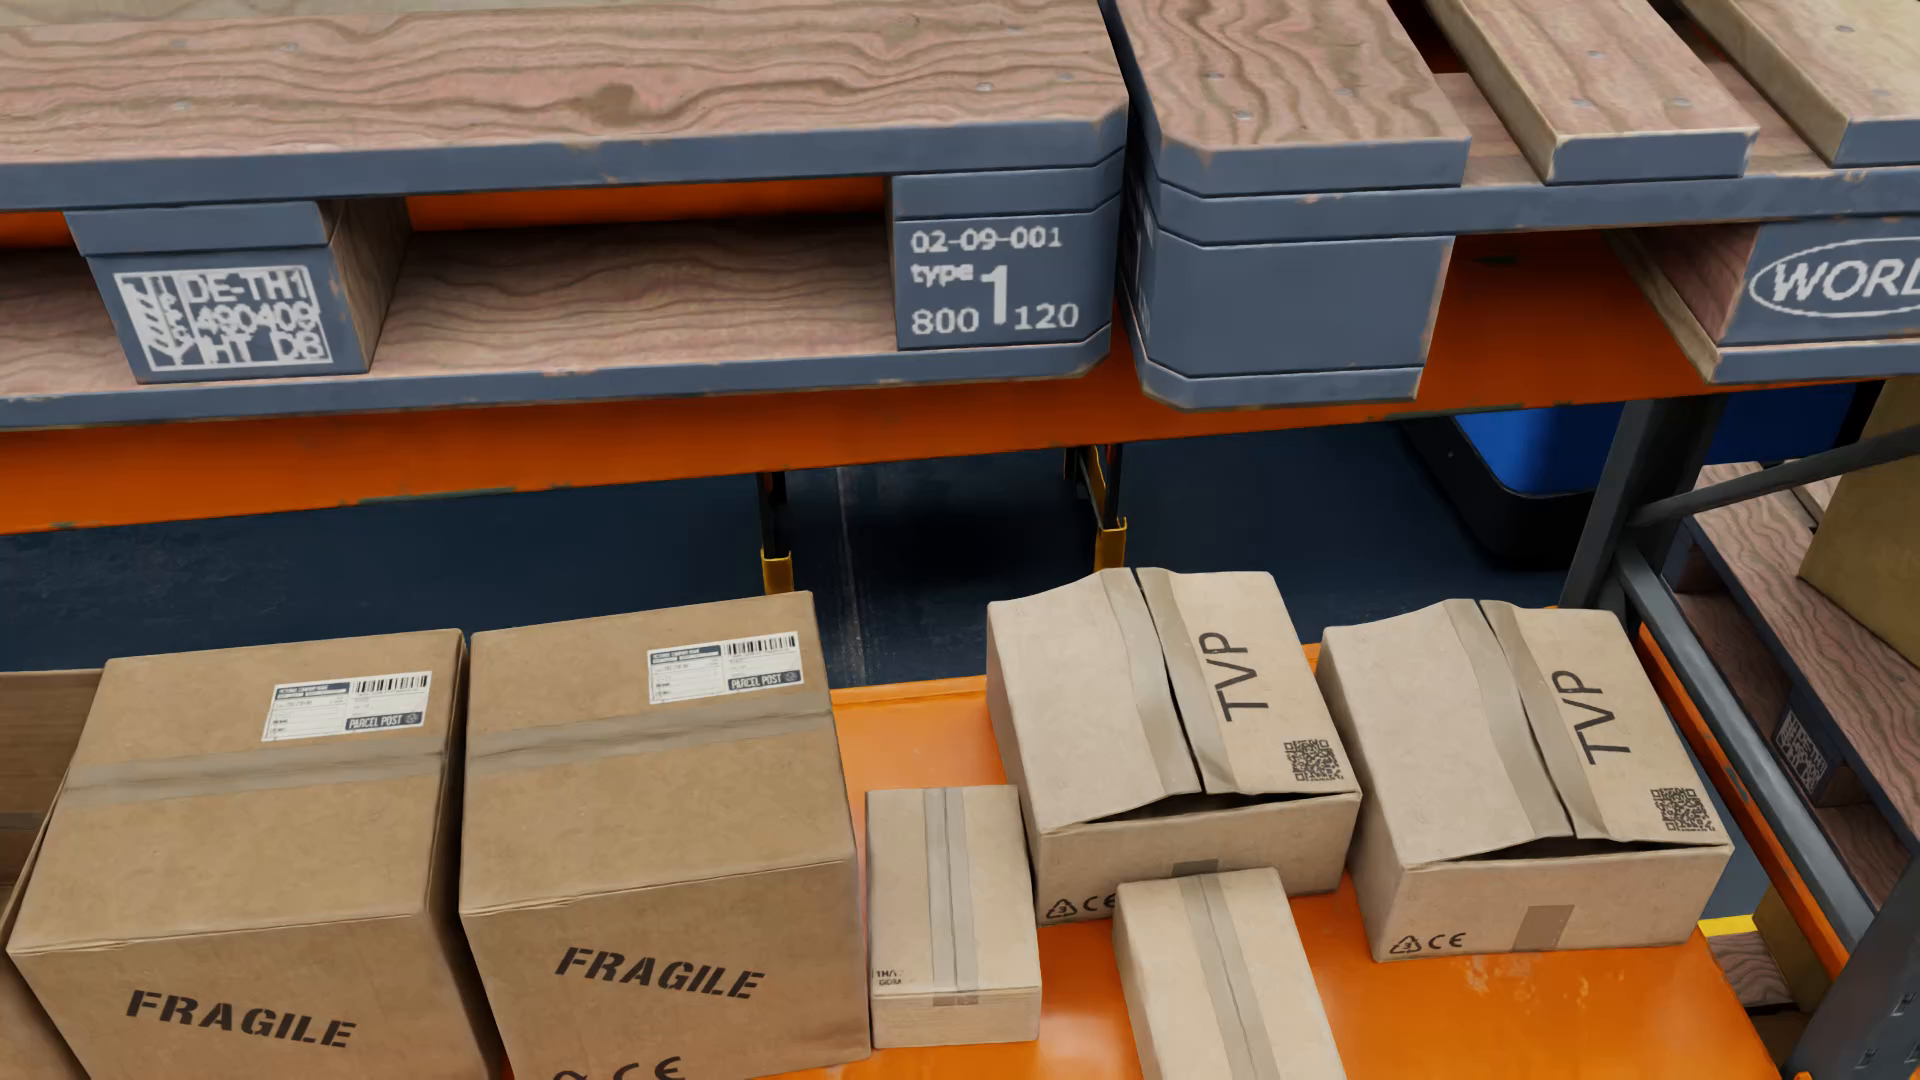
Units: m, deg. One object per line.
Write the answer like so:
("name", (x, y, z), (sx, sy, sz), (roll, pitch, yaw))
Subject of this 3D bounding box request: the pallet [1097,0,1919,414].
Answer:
("pallet", (0.579, -0.595, 1.571), (1.003, 0.211, 1.213), (-3, 42, -4))

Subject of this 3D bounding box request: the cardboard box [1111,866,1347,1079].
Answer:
("cardboard box", (0.384, 0.686, 2.438), (0.250, 0.149, 0.380), (-5, 42, -6))

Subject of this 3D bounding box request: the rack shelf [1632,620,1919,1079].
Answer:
("rack shelf", (3.223, 0.424, 3.077), (4.000, 0.370, 1.077), (-5, 42, -6))

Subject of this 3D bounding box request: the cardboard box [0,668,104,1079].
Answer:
("cardboard box", (-1.440, 0.539, 2.338), (0.500, 0.500, 0.500), (-2, 42, -2))

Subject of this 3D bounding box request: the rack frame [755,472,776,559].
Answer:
("rack frame", (-0.589, -0.505, 4.691), (0.032, 1.500, 0.500), (-5, 42, -6))

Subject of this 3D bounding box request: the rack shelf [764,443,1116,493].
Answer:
("rack shelf", (-0.085, -0.416, 4.860), (1.000, 0.185, 0.538), (-5, 42, -6))

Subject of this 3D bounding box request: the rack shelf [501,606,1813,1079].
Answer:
("rack shelf", (-0.743, 0.771, 2.692), (4.000, 0.370, 1.077), (-5, 42, -6))

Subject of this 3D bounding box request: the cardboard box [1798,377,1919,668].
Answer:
("cardboard box", (1.850, 0.008, 2.613), (0.500, 0.500, 0.700), (-19, 45, -20))

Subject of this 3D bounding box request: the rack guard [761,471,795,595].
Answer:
("rack guard", (-0.569, -0.043, 5.111), (0.087, 0.250, 0.587), (-5, 42, -6))

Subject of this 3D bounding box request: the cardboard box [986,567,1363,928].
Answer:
("cardboard box", (0.328, 0.313, 2.730), (0.500, 0.311, 0.500), (-5, 42, -6))

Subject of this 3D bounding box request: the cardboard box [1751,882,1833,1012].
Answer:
("cardboard box", (2.137, 0.858, 3.597), (0.500, 0.500, 0.500), (-3, 42, -4))

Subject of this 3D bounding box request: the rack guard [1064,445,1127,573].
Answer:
("rack guard", (0.418, -0.129, 5.207), (0.087, 0.250, 0.587), (-5, 42, -6))

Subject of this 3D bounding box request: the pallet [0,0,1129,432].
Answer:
("pallet", (-0.530, -0.496, 1.461), (1.213, 0.211, 1.003), (-3, 42, -4))

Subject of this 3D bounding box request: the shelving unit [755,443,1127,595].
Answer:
("shelving unit", (-0.076, -0.550, 4.740), (1.083, 1.500, 0.587), (-5, 42, -6))

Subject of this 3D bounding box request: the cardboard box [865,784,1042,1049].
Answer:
("cardboard box", (-0.017, 0.572, 2.564), (0.250, 0.149, 0.380), (-2, 42, -2))

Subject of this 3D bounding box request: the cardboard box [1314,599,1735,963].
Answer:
("cardboard box", (0.874, 0.366, 2.671), (0.500, 0.311, 0.500), (-3, 42, -3))

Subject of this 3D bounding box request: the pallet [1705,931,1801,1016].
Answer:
("pallet", (1.986, 1.326, 3.622), (1.213, 0.211, 1.003), (-5, 42, -6))

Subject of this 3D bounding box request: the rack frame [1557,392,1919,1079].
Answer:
("rack frame", (1.240, 0.331, 2.644), (0.127, 3.000, 1.000), (-5, 42, -6))

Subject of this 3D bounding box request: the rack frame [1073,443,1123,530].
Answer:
("rack frame", (0.419, -0.594, 4.788), (0.032, 1.500, 0.500), (-5, 42, -6))

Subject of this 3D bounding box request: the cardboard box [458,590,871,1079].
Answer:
("cardboard box", (-0.421, 0.450, 2.437), (0.500, 0.500, 0.500), (-7, 43, -8))

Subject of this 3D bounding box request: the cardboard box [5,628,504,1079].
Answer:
("cardboard box", (-0.943, 0.496, 2.386), (0.500, 0.500, 0.500), (-5, 42, -5))

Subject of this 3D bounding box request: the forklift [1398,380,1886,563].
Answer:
("forklift", (2.994, -1.525, 4.753), (3.031, 2.935, 1.130), (-8, 43, -9))

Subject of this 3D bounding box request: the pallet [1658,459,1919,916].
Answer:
("pallet", (1.903, 0.296, 2.825), (1.003, 0.211, 1.213), (-5, 42, -6))

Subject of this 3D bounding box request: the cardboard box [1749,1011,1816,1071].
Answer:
("cardboard box", (1.729, 1.246, 3.167), (0.500, 0.500, 0.500), (-3, 42, -4))

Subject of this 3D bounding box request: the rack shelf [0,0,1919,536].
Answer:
("rack shelf", (-0.743, -0.342, 1.688), (4.000, 0.370, 1.077), (-5, 42, -6))
